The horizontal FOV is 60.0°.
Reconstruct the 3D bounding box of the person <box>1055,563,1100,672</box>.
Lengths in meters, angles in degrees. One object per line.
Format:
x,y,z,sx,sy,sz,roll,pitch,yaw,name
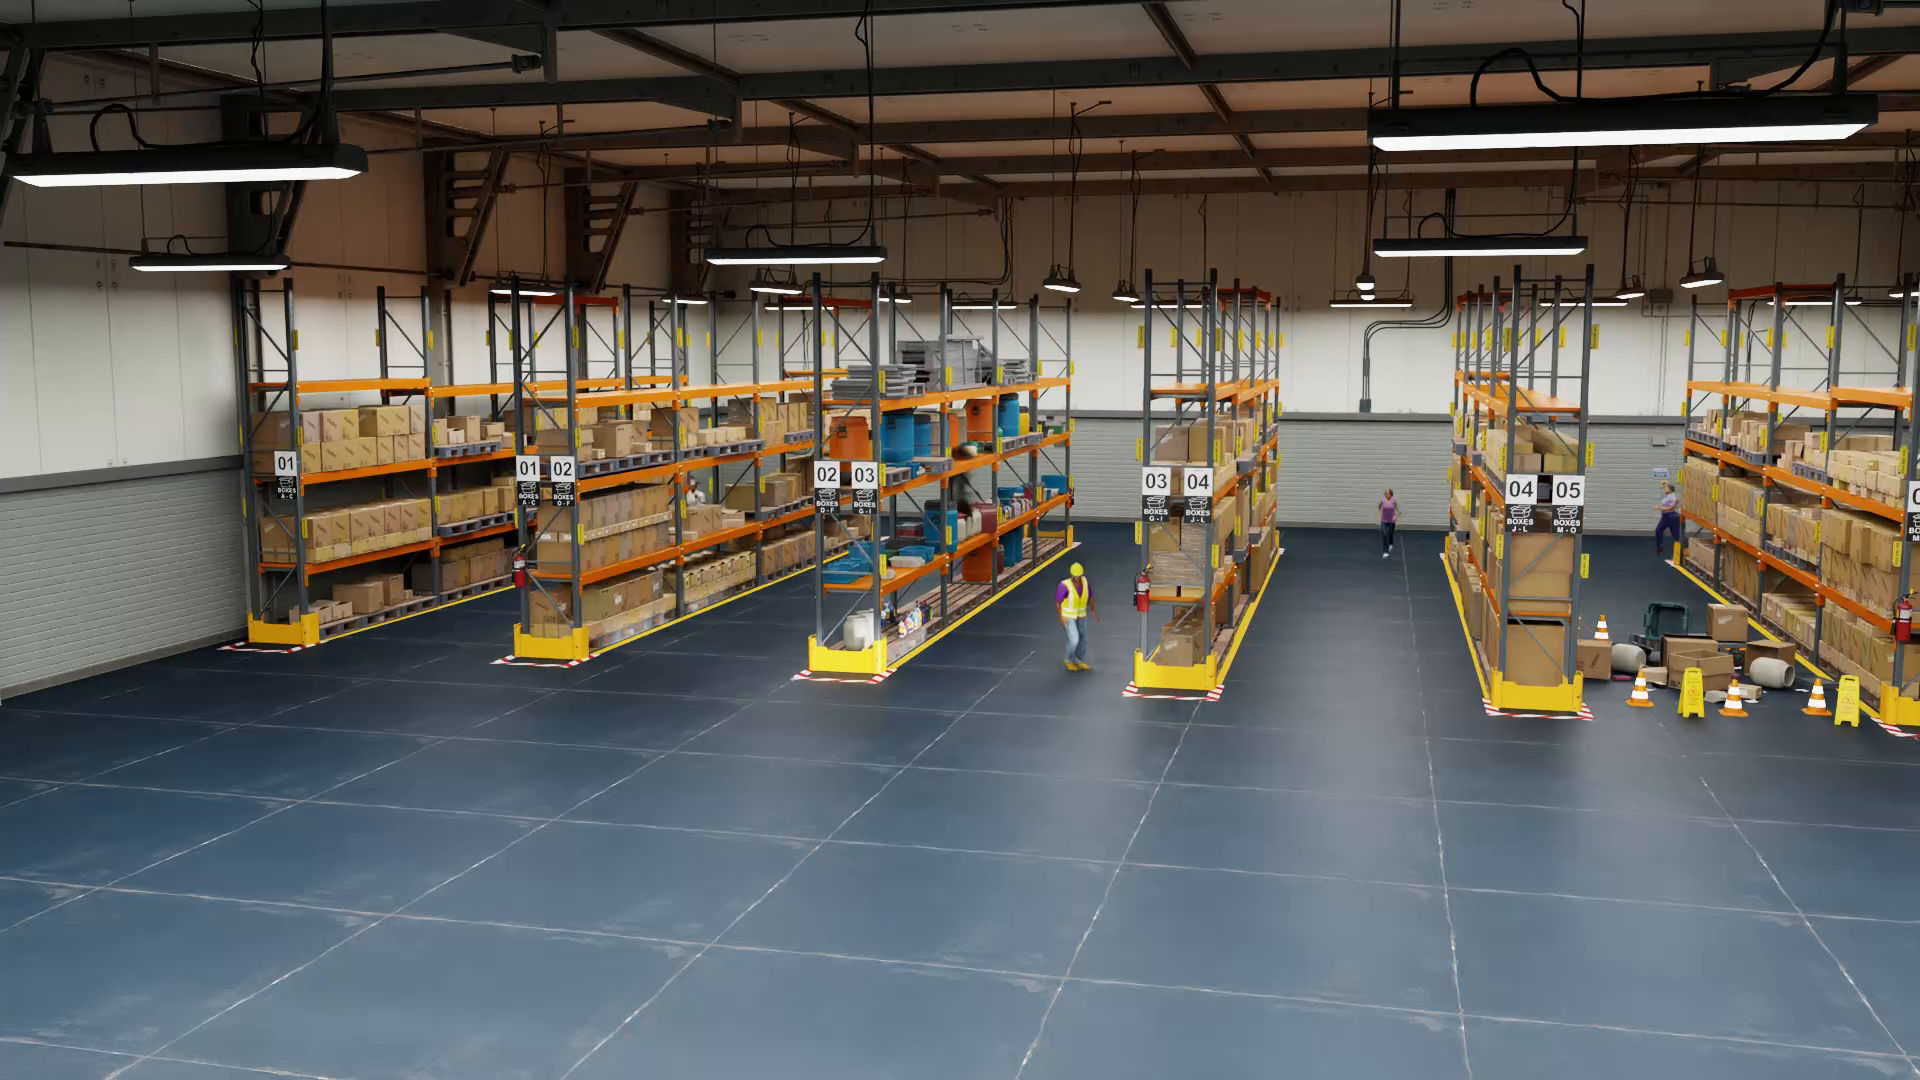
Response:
1.763,1.157,25.169,0.716,1.692,0.637,-4,8,-28,person

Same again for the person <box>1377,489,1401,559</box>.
9.941,-0.401,38.600,0.548,1.604,0.800,2,7,17,person

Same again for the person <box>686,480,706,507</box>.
-6.319,-0.580,39.672,0.582,1.730,0.711,1,7,12,person

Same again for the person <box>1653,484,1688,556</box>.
16.541,-0.443,38.717,0.825,1.698,0.582,0,7,3,person
